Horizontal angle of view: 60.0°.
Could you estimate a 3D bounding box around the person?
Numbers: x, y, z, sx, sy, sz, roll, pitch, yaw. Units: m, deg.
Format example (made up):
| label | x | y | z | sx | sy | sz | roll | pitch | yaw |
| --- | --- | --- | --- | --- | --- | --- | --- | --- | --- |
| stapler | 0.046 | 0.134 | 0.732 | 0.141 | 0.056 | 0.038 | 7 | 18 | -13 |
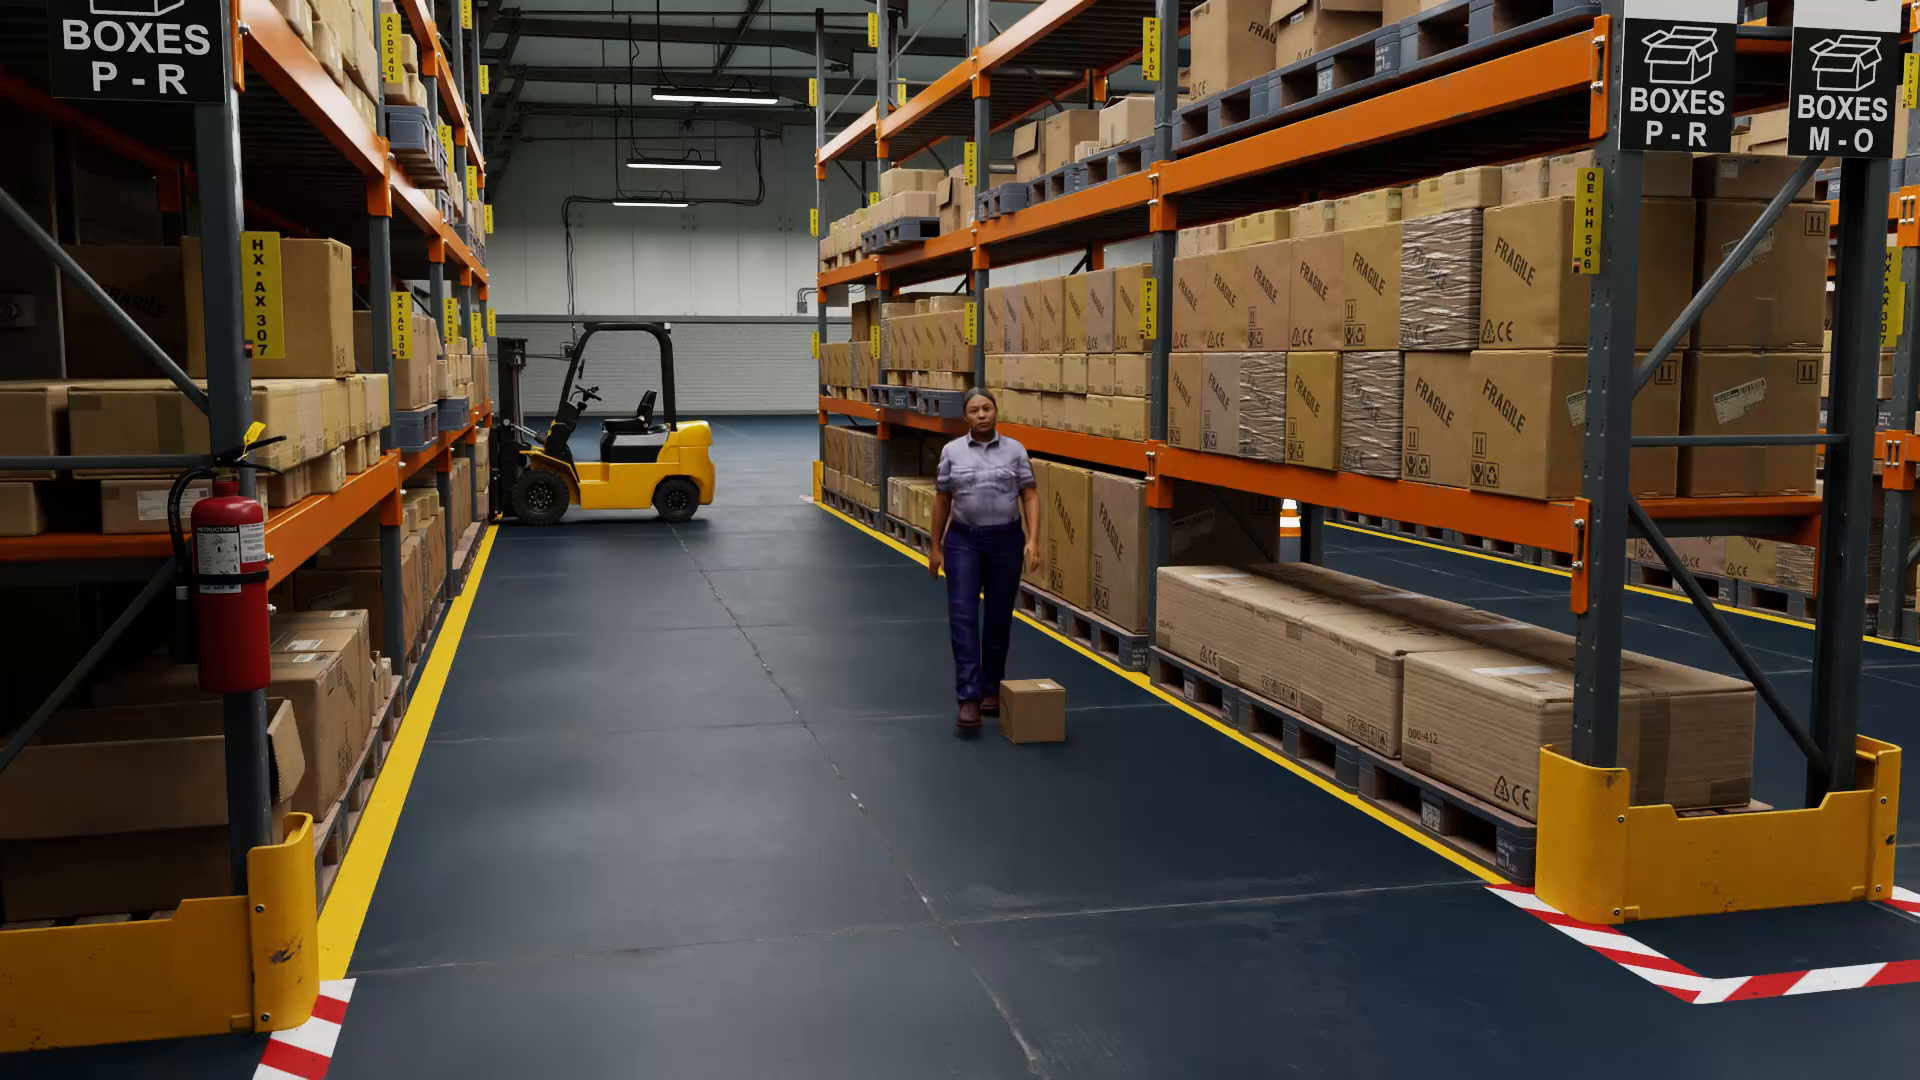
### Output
| label | x | y | z | sx | sy | sz | roll | pitch | yaw |
| --- | --- | --- | --- | --- | --- | --- | --- | --- | --- |
| person | 0.149 | 0.074 | 8.088 | 0.531 | 1.623 | 0.830 | -1 | 6 | -8 |
